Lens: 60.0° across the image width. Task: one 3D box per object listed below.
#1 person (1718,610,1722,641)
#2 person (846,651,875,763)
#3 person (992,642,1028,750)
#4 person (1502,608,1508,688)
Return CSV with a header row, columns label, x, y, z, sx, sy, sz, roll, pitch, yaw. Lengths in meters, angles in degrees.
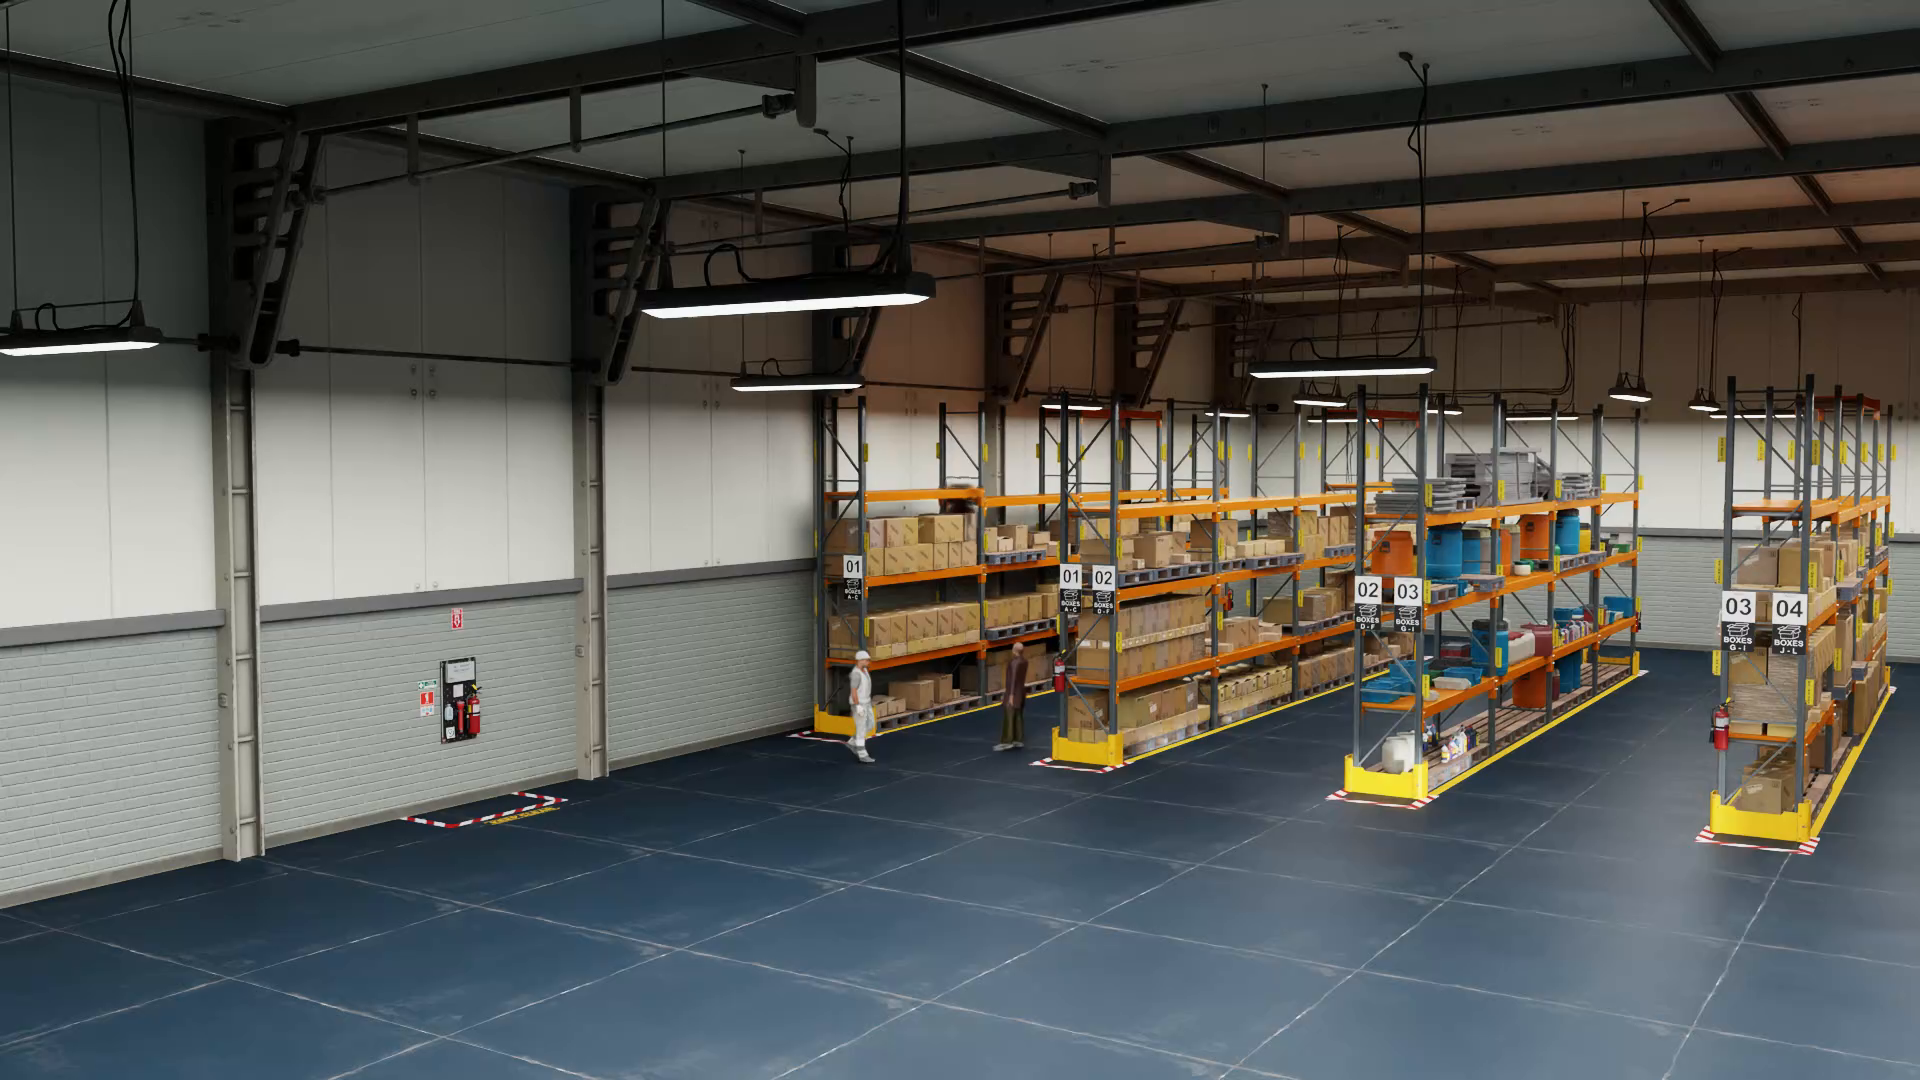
label,x,y,z,sx,sy,sz,roll,pitch,yaw
person,17.889,2.195,38.645,0.502,1.600,0.389,1,3,25
person,-1.599,2.686,27.061,0.609,1.783,0.633,1,3,17
person,0.872,2.630,28.191,0.455,1.788,0.657,1,3,24
person,11.325,2.264,35.327,0.619,1.756,0.590,1,3,21
